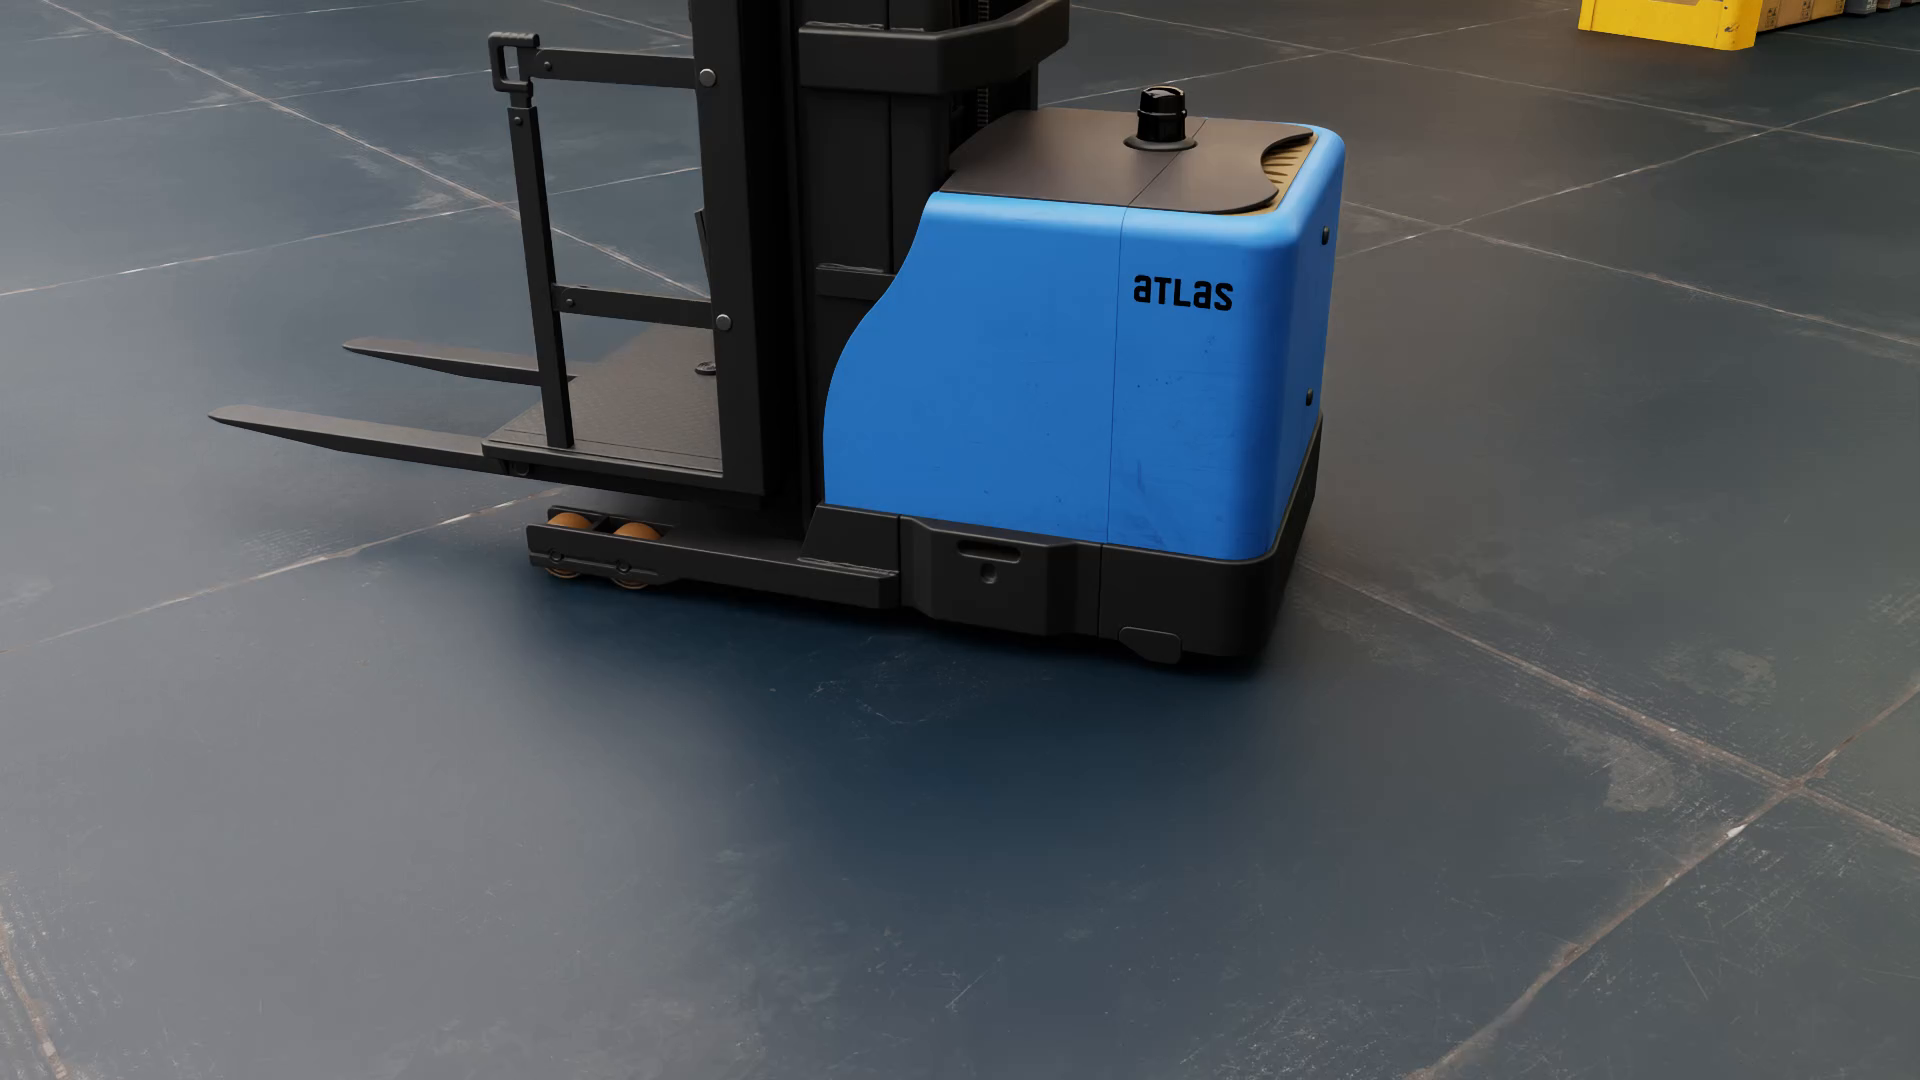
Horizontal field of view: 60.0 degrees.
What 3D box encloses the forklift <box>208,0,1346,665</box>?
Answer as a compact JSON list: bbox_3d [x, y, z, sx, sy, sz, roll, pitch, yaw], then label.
[{"bbox_3d":[-0.594,-1.400,4.024,3.031,2.935,1.130,8,28,16],"label":"forklift"}]
